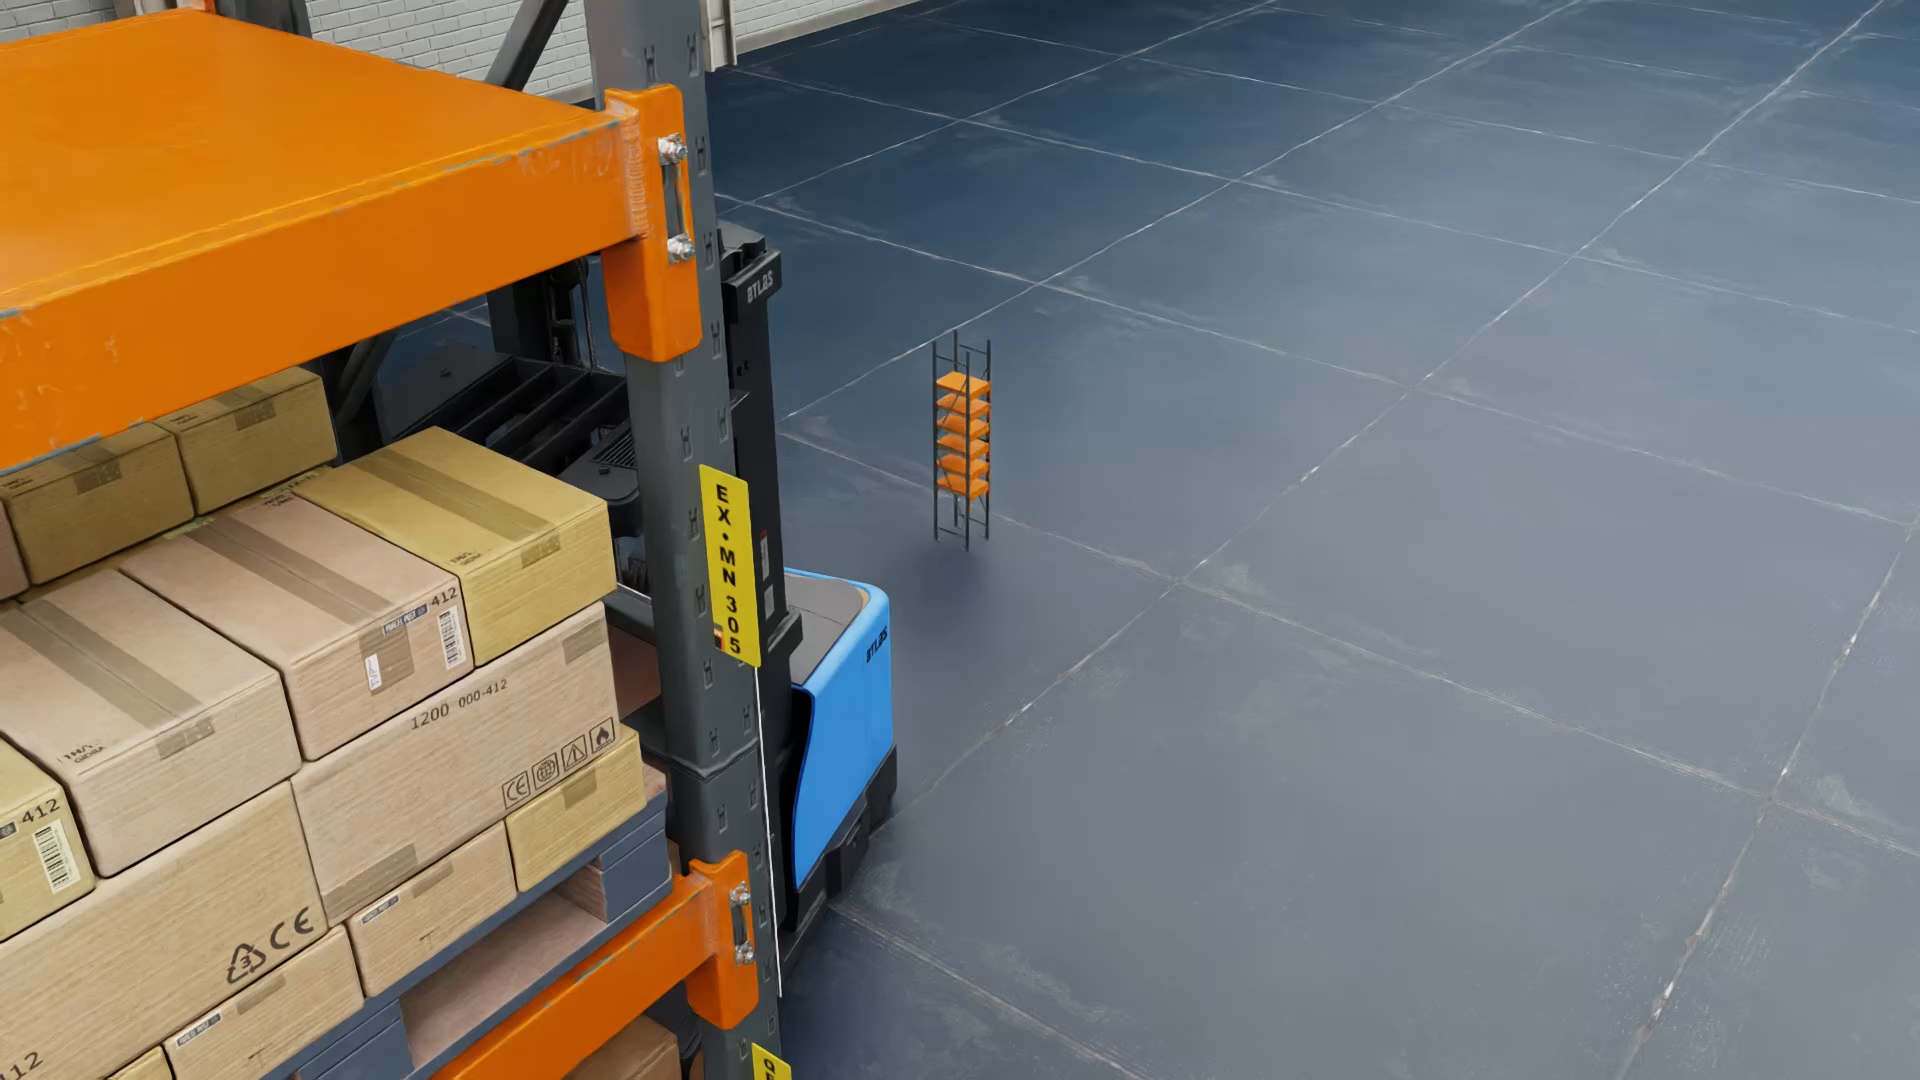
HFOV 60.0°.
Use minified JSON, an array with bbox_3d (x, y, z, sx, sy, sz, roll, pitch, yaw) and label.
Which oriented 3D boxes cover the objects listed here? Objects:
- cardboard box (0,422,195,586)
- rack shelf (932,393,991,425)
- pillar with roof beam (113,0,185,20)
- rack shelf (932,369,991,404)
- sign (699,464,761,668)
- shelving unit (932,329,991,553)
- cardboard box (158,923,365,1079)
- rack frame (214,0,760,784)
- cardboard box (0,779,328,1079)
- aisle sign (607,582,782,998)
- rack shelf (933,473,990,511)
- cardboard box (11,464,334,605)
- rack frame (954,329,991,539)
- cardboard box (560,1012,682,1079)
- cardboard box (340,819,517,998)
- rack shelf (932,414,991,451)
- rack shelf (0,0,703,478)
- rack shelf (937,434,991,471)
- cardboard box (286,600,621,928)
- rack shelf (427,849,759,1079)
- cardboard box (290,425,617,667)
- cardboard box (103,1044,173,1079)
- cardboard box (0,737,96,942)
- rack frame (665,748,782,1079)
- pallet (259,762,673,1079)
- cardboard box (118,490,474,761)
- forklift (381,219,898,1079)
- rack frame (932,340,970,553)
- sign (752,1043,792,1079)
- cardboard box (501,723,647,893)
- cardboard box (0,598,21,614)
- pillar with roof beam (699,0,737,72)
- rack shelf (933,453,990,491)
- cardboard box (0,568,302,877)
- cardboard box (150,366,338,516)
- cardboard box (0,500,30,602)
[{"bbox_3d":[-1.379,-0.104,2.495,0.380,0.149,0.250,21,37,32],"label":"cardboard box"},{"bbox_3d":[0.009,-0.690,8.854,0.258,0.103,0.180,21,37,31],"label":"rack shelf"},{"bbox_3d":[-2.824,-5.191,9.183,9.100,9.000,0.400,21,37,31],"label":"pillar with roof beam"},{"bbox_3d":[0.009,-0.794,8.793,0.258,0.103,0.180,21,37,31],"label":"rack shelf"},{"bbox_3d":[-0.348,0.042,2.505,0.100,0.325,0.005,21,37,31],"label":"sign"},{"bbox_3d":[0.009,-0.522,8.954,0.258,1.200,0.189,21,37,31],"label":"shelving unit"},{"bbox_3d":[-1.010,0.546,2.180,0.380,0.149,0.250,22,37,32],"label":"cardboard box"},{"bbox_3d":[-0.772,-1.075,2.237,1.000,3.000,0.127,21,37,31],"label":"rack frame"},{"bbox_3d":[-1.147,0.417,2.008,0.500,0.250,0.500,21,37,31],"label":"cardboard box"},{"bbox_3d":[-0.490,0.451,2.996,0.394,0.787,0.004,21,37,31],"label":"aisle sign"},{"bbox_3d":[0.009,-0.277,9.099,0.258,0.103,0.180,21,37,31],"label":"rack shelf"},{"bbox_3d":[-1.268,0.046,2.634,0.500,0.250,0.500,21,37,31],"label":"cardboard box"},{"bbox_3d":[0.064,-0.559,9.017,0.240,1.200,0.006,21,37,31],"label":"rack frame"},{"bbox_3d":[-1.027,1.116,3.218,0.875,0.550,0.550,21,37,31],"label":"cardboard box"},{"bbox_3d":[-0.855,0.442,2.357,0.380,0.149,0.250,21,37,32],"label":"cardboard box"},{"bbox_3d":[0.009,-0.587,8.916,0.258,0.103,0.180,21,37,31],"label":"rack shelf"},{"bbox_3d":[-1.979,0.220,1.150,1.077,0.370,4.000,21,37,31],"label":"rack shelf"},{"bbox_3d":[0.009,-0.484,8.977,0.258,0.103,0.180,21,37,31],"label":"rack shelf"},{"bbox_3d":[-0.845,0.214,2.351,0.500,0.250,0.500,22,37,32],"label":"cardboard box"},{"bbox_3d":[-1.979,1.338,1.813,1.077,0.370,4.000,21,37,31],"label":"rack shelf"},{"bbox_3d":[-0.705,-0.001,2.322,0.380,0.149,0.250,22,37,32],"label":"cardboard box"},{"bbox_3d":[-1.163,0.649,2.007,0.380,0.149,0.250,21,37,32],"label":"cardboard box"},{"bbox_3d":[-1.166,0.310,1.798,0.380,0.149,0.250,22,37,32],"label":"cardboard box"},{"bbox_3d":[-0.772,1.506,3.766,1.000,3.000,0.127,21,37,31],"label":"rack frame"},{"bbox_3d":[-1.211,0.559,2.510,1.003,0.211,1.213,21,37,31],"label":"pallet"},{"bbox_3d":[-0.857,0.100,2.152,0.380,0.149,0.250,21,37,32],"label":"cardboard box"},{"bbox_3d":[-1.263,0.474,5.575,1.130,2.935,3.031,11,32,17],"label":"forklift"},{"bbox_3d":[-0.047,-0.485,8.891,0.240,1.200,0.006,21,37,31],"label":"rack frame"},{"bbox_3d":[-0.348,1.079,3.119,0.100,0.325,0.005,21,37,31],"label":"sign"},{"bbox_3d":[-0.702,0.340,2.529,0.380,0.149,0.250,21,37,31],"label":"cardboard box"},{"bbox_3d":[-1.573,0.253,2.285,0.500,0.250,0.500,21,36,31],"label":"cardboard box"},{"bbox_3d":[0.798,-7.630,13.298,9.100,9.000,0.400,21,37,31],"label":"pillar with roof beam"},{"bbox_3d":[0.009,-0.381,9.038,0.258,0.103,0.180,21,37,31],"label":"rack shelf"},{"bbox_3d":[-1.011,0.204,1.976,0.380,0.149,0.250,22,37,32],"label":"cardboard box"},{"bbox_3d":[-1.227,-0.205,2.666,0.380,0.149,0.250,22,37,32],"label":"cardboard box"},{"bbox_3d":[-1.533,0.001,2.319,0.380,0.149,0.250,21,36,31],"label":"cardboard box"}]
